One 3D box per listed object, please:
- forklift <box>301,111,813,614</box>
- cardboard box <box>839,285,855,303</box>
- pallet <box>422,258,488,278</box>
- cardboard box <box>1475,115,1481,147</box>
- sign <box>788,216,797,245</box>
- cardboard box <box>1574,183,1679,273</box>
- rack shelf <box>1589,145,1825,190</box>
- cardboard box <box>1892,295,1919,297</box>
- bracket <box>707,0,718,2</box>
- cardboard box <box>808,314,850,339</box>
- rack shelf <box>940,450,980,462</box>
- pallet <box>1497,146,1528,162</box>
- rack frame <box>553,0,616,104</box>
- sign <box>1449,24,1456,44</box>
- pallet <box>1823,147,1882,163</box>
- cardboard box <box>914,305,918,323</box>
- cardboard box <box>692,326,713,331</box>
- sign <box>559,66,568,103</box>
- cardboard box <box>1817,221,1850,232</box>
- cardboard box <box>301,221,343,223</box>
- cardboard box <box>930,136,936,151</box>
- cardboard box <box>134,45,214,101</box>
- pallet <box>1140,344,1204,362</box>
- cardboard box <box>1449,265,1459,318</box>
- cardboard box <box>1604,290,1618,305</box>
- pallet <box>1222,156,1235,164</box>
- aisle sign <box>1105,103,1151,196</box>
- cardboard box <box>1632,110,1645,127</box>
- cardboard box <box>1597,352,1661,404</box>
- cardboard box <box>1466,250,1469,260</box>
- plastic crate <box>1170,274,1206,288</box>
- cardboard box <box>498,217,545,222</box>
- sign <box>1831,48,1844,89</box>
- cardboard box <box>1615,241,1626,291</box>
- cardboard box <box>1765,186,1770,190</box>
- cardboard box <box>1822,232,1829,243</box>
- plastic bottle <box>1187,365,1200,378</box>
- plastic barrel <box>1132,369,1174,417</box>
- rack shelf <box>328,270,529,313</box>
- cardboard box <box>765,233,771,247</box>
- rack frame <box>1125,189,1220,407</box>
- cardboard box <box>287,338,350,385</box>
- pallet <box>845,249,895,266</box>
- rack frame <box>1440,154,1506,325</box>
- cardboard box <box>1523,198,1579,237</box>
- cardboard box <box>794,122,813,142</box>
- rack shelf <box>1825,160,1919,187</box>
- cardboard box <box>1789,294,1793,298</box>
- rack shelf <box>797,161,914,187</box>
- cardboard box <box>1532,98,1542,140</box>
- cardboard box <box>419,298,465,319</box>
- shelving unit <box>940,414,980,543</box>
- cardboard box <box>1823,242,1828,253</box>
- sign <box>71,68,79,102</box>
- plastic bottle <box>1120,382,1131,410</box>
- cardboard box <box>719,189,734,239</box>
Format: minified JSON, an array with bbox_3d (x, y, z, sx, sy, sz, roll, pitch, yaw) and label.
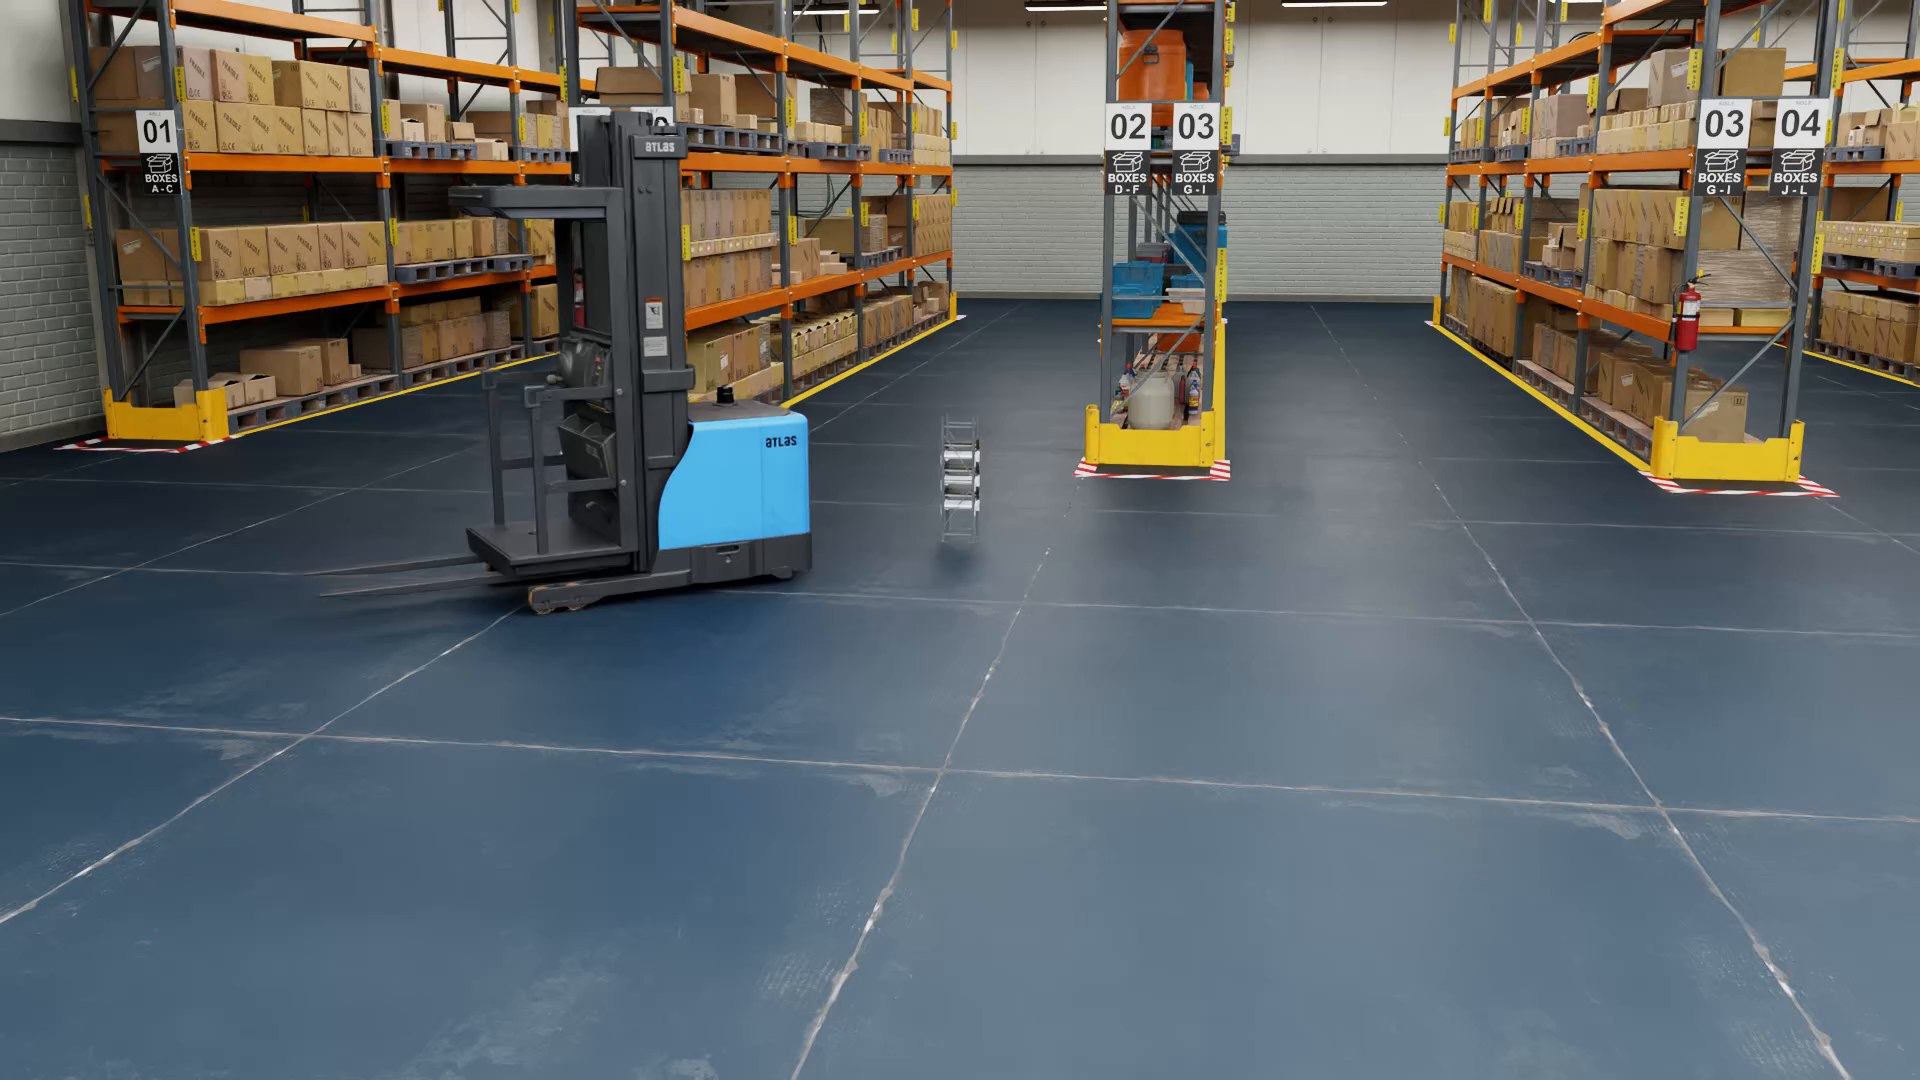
[{"bbox_3d":[-2.497,-1.116,10.217,3.031,2.935,1.130,-7,14,-29],"label":"forklift"},{"bbox_3d":[-1.812,-3.780,25.523,0.500,0.250,0.500,2,12,8],"label":"cardboard box"},{"bbox_3d":[-7.041,-3.646,22.246,1.003,0.211,1.213,2,12,9],"label":"pallet"},{"bbox_3d":[8.669,-6.550,26.676,0.700,0.500,0.500,3,12,12],"label":"cardboard box"},{"bbox_3d":[-1.949,-3.605,19.357,0.100,0.325,0.005,2,12,9],"label":"sign"},{"bbox_3d":[7.551,-3.498,18.685,1.000,1.000,1.000,2,12,9],"label":"cardboard box"},{"bbox_3d":[6.983,-3.537,15.874,1.077,0.370,4.000,2,12,9],"label":"rack shelf"},{"bbox_3d":[13.382,-3.292,23.305,0.500,0.250,0.500,1,12,6],"label":"cardboard box"},{"bbox_3d":[-5.298,-11.546,35.664,0.076,0.066,3.189,2,12,9],"label":"bracket"},{"bbox_3d":[-1.793,-2.903,22.543,0.500,0.311,0.500,2,12,8],"label":"cardboard box"},{"bbox_3d":[0.001,-0.585,11.876,0.258,0.077,0.200,2,12,9],"label":"rack shelf"},{"bbox_3d":[8.122,-5.414,23.324,1.003,0.211,1.213,2,12,11],"label":"pallet"},{"bbox_3d":[-6.162,-7.918,27.375,1.000,3.000,0.127,2,12,9],"label":"rack frame"},{"bbox_3d":[8.589,-8.823,28.979,0.100,0.325,0.005,2,12,9],"label":"sign"},{"bbox_3d":[13.206,-5.572,24.053,1.213,0.211,1.003,2,12,9],"label":"pallet"},{"bbox_3d":[-0.988,-3.807,27.876,0.500,0.311,0.500,2,12,9],"label":"cardboard box"},{"bbox_3d":[-3.031,-2.094,18.338,0.500,0.500,0.500,2,12,9],"label":"cardboard box"},{"bbox_3d":[-3.646,-4.209,15.369,0.100,0.325,0.005,2,12,9],"label":"sign"},{"bbox_3d":[12.891,-4.629,24.538,0.380,0.149,0.250,3,12,12],"label":"cardboard box"},{"bbox_3d":[-7.671,-3.532,19.792,0.500,0.500,0.500,2,12,7],"label":"cardboard box"},{"bbox_3d":[-0.706,-6.868,28.793,0.500,0.250,0.500,2,12,9],"label":"cardboard box"},{"bbox_3d":[-7.709,-4.574,16.318,0.500,0.500,0.500,1,12,5],"label":"cardboard box"},{"bbox_3d":[3.092,-2.634,23.716,1.003,0.211,1.213,2,12,9],"label":"pallet"},{"bbox_3d":[9.117,-4.368,29.186,0.875,0.875,0.875,2,12,9],"label":"cardboard box"},{"bbox_3d":[6.790,-2.473,16.947,0.380,0.149,0.250,2,12,9],"label":"cardboard box"},{"bbox_3d":[3.603,-5.872,25.450,1.213,0.211,1.003,2,12,9],"label":"pallet"},{"bbox_3d":[1.477,-3.432,14.628,0.394,0.787,0.004,2,12,9],"label":"aisle sign"},{"bbox_3d":[6.773,-4.096,16.171,0.380,0.149,0.250,2,12,8],"label":"cardboard box"},{"bbox_3d":[7.190,-1.740,17.885,0.500,0.500,0.500,1,12,7],"label":"cardboard box"},{"bbox_3d":[8.323,-4.562,26.640,0.380,0.149,0.250,2,12,8],"label":"cardboard box"},{"bbox_3d":[2.495,-2.687,17.696,0.499,0.251,0.616,2,12,9],"label":"plastic crate"},{"bbox_3d":[-6.448,-4.816,24.448,0.500,0.250,0.500,2,12,10],"label":"cardboard box"},{"bbox_3d":[7.212,-3.882,13.693,0.100,0.325,0.005,2,12,9],"label":"sign"},{"bbox_3d":[7.071,-2.731,16.603,0.875,0.500,0.500,2,12,9],"label":"cardboard box"},{"bbox_3d":[13.517,-5.540,27.265,0.500,0.500,0.500,2,12,7],"label":"cardboard box"},{"bbox_3d":[12.854,-4.429,24.319,0.380,0.149,0.250,2,12,8],"label":"cardboard box"},{"bbox_3d":[2.553,-1.736,18.172,0.144,0.351,0.185,1,12,6],"label":"plastic bottle"},{"bbox_3d":[1.884,-1.400,16.276,0.421,0.512,0.421,0,12,0],"label":"plastic barrel"},{"bbox_3d":[-7.085,-3.385,22.288,1.077,0.370,4.000,2,12,9],"label":"rack shelf"},{"bbox_3d":[-2.367,-3.412,18.927,0.380,0.149,0.250,2,12,7],"label":"cardboard box"},{"bbox_3d":[2.397,-2.999,18.791,1.000,3.000,0.127,2,12,9],"label":"rack frame"},{"bbox_3d":[-7.513,-2.096,19.488,0.500,0.500,0.500,1,12,4],"label":"cardboard box"},{"bbox_3d":[-1.587,-4.304,25.302,1.003,0.211,1.213,2,12,9],"label":"pallet"},{"bbox_3d":[9.136,-5.337,29.637,1.000,3.000,0.127,2,12,9],"label":"rack frame"},{"bbox_3d":[8.034,-4.362,22.497,0.797,0.503,0.637,2,12,11],"label":"cardboard box"},{"bbox_3d":[-2.143,-5.155,21.032,0.500,0.250,0.500,1,12,4],"label":"cardboard box"},{"bbox_3d":[13.099,-5.021,22.758,1.077,0.370,4.000,2,12,9],"label":"rack shelf"},{"bbox_3d":[14.095,-4.089,28.204,0.380,0.149,0.250,2,12,10],"label":"cardboard box"},{"bbox_3d":[-1.574,-5.524,25.094,1.077,0.370,4.000,2,12,9],"label":"rack shelf"},{"bbox_3d":[7.579,-5.342,21.115,0.500,0.500,0.500,2,12,9],"label":"cardboard box"},{"bbox_3d":[-7.060,-3.137,22.540,0.500,0.250,0.500,2,12,8],"label":"cardboard box"},{"bbox_3d":[0.001,-0.442,11.906,0.258,0.900,0.210,2,12,9],"label":"shelving unit"},{"bbox_3d":[12.855,-4.280,24.332,0.380,0.149,0.250,2,12,10],"label":"cardboard box"},{"bbox_3d":[-8.553,-4.409,16.110,0.100,0.325,0.005,2,12,9],"label":"sign"},{"bbox_3d":[1.697,-1.498,17.247,0.152,0.276,0.135,2,12,9],"label":"plastic bottle"},{"bbox_3d":[-2.791,-3.438,17.508,0.700,0.500,0.500,2,12,9],"label":"cardboard box"}]
